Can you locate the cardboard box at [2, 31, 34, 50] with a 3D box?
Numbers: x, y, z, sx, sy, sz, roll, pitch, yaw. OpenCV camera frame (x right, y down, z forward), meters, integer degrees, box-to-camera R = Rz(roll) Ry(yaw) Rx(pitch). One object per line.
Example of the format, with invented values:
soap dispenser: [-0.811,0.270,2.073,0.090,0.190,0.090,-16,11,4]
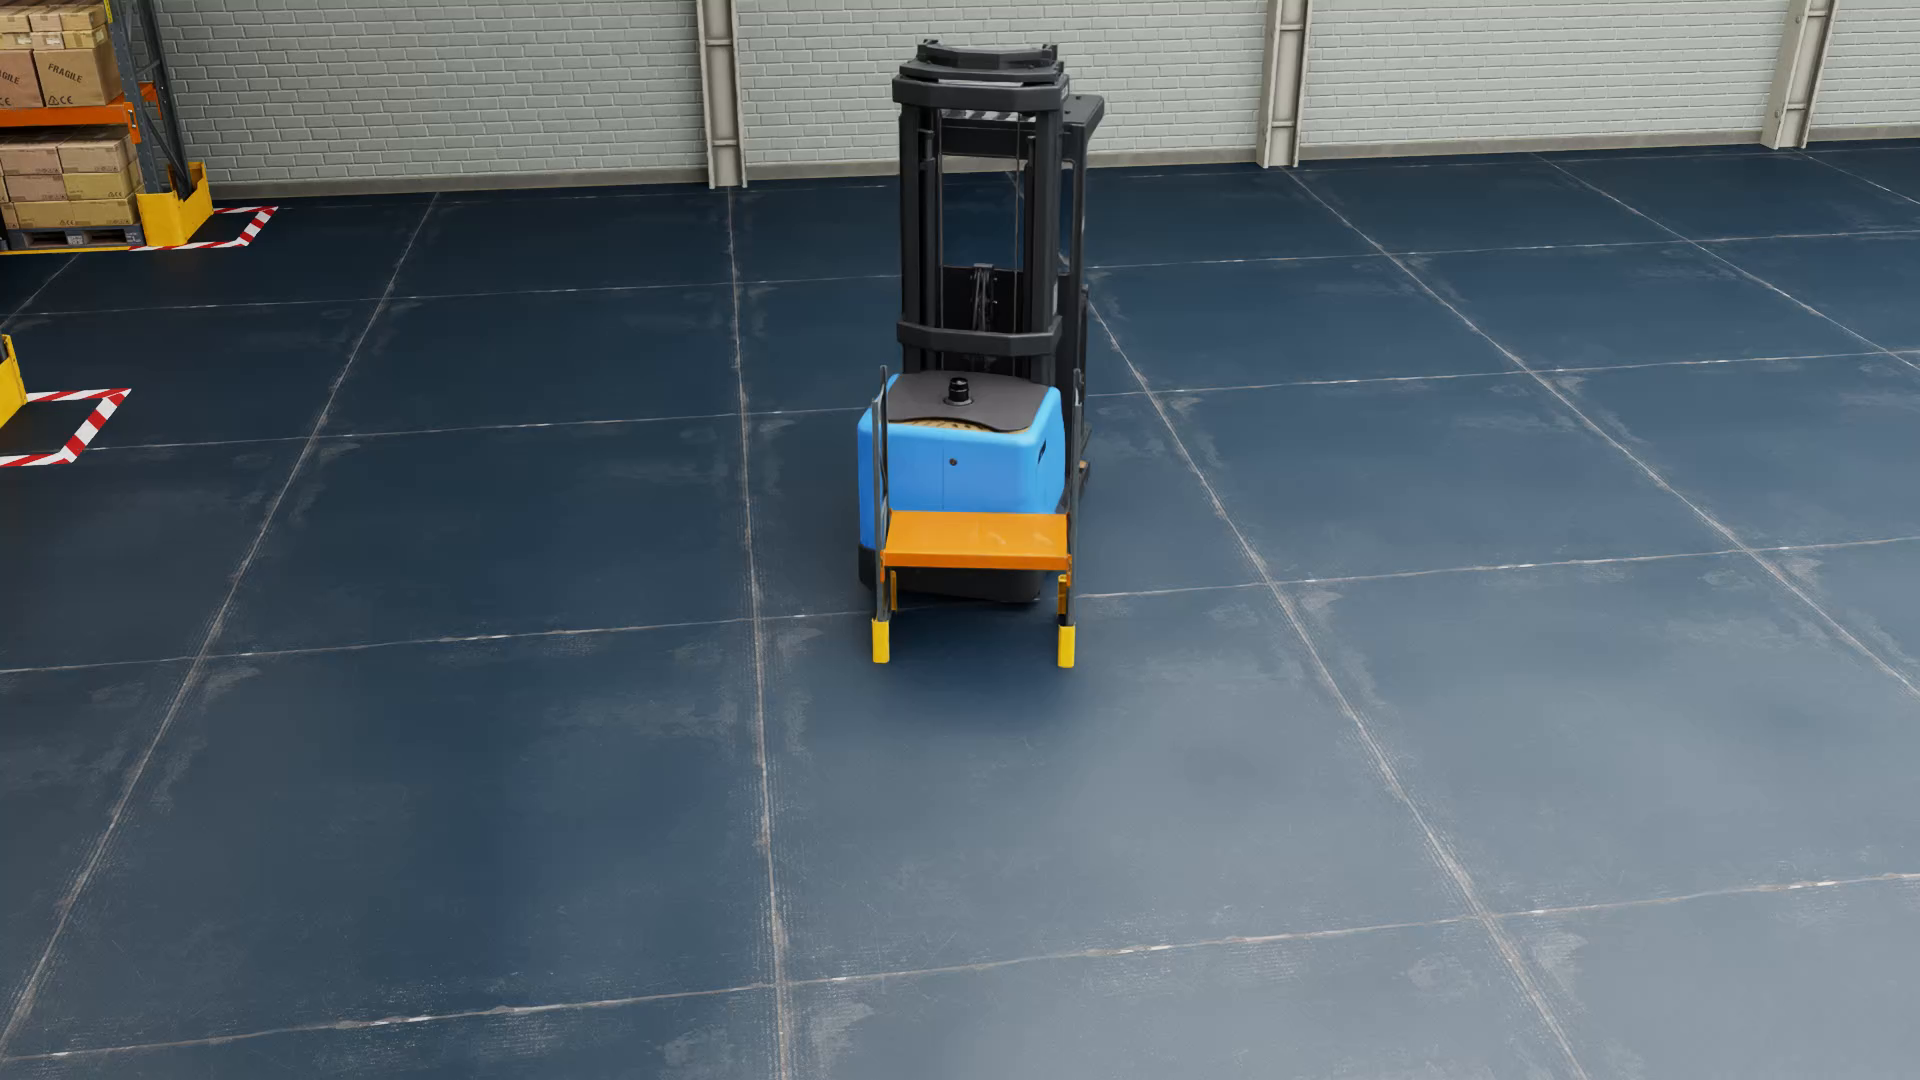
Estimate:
cardboard box: [-8.398,-4.521,14.954,0.250,0.149,0.380,-3,27,-6]

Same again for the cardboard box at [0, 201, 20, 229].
cardboard box: [-8.991,-3.090,15.539,0.500,0.250,0.500,-3,27,-7]

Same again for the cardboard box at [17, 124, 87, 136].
cardboard box: [-8.576,-3.785,15.797,0.500,0.250,0.500,-4,27,-7]

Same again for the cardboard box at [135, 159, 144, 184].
cardboard box: [-8.074,-3.605,15.993,0.500,0.250,0.500,-3,27,-6]

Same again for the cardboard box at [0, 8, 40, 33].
cardboard box: [-8.400,-4.643,14.868,0.250,0.149,0.380,-3,27,-6]

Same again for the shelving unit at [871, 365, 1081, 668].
shelving unit: [0.084,-0.126,8.853,1.083,1.500,0.587,1,27,3]

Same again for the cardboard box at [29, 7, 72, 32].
cardboard box: [-8.145,-4.672,14.924,0.250,0.149,0.380,-4,27,-7]

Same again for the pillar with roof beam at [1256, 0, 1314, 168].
pillar with roof beam: [4.088,-6.204,12.484,0.400,9.000,9.100,-4,27,-7]

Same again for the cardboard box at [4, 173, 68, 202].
cardboard box: [-8.516,-3.341,15.480,0.500,0.250,0.500,-4,27,-8]

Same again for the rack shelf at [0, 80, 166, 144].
rack shelf: [-9.560,-3.907,15.367,4.000,0.370,1.077,-4,27,-7]

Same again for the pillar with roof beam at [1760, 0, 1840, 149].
pillar with roof beam: [10.029,-6.586,13.228,0.400,9.000,9.100,-4,27,-7]

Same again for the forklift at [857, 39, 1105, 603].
forklift: [0.244,-1.602,10.162,1.130,2.935,3.031,6,28,11]

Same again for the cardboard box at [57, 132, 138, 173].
cardboard box: [-7.992,-3.593,15.423,0.500,0.250,0.500,-3,27,-5]

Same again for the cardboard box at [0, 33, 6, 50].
cardboard box: [-8.645,-4.510,14.934,0.250,0.149,0.380,-4,27,-7]

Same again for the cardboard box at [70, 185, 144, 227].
cardboard box: [-8.001,-3.145,15.646,0.500,0.250,0.500,-3,27,-7]

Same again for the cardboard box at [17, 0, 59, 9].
cardboard box: [-8.465,-4.871,15.311,0.250,0.149,0.380,-3,27,-6]

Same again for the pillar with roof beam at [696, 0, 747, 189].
pillar with roof beam: [-1.854,-5.822,11.740,0.400,9.000,9.100,-4,27,-7]

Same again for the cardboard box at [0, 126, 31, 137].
cardboard box: [-9.073,-3.758,15.744,0.500,0.250,0.500,-4,27,-7]

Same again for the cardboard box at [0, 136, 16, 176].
cardboard box: [-8.995,-3.521,15.283,0.500,0.250,0.500,-3,27,-6]

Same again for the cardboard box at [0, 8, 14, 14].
cardboard box: [-8.657,-4.661,14.903,0.250,0.149,0.380,-4,27,-7]

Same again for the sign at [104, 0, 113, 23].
sign: [-7.518,-4.729,14.653,0.005,0.325,0.100,-4,27,-7]

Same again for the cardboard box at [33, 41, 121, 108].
cardboard box: [-8.030,-4.249,15.136,0.500,0.500,0.500,-4,27,-8]

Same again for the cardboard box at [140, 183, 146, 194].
cardboard box: [-8.093,-3.375,16.094,0.500,0.250,0.500,-4,27,-7]

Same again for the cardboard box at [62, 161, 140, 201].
cardboard box: [-8.018,-3.368,15.533,0.500,0.250,0.500,-4,27,-8]

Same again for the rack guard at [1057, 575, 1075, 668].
rack guard: [0.581,0.441,9.116,0.087,0.250,0.587,1,27,3]

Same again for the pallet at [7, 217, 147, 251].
pallet: [-8.331,-3.046,15.956,1.213,0.211,1.003,-4,27,-7]

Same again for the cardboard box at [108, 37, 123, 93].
cardboard box: [-8.109,-4.493,15.612,0.500,0.500,0.500,-3,27,-5]

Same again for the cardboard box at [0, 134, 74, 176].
cardboard box: [-8.497,-3.558,15.354,0.500,0.250,0.500,-3,27,-6]

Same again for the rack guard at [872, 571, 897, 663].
rack guard: [-0.414,0.419,9.160,0.087,0.250,0.587,1,27,3]

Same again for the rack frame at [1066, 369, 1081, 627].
rack frame: [0.601,-0.114,8.830,0.032,1.500,0.500,1,27,3]

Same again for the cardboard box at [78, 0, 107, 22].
cardboard box: [-7.942,-4.895,15.359,0.250,0.149,0.380,-4,27,-8]

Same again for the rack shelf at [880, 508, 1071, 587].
rack shelf: [0.093,0.034,8.935,1.000,0.185,0.538,1,27,3]

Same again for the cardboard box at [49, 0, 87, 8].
cardboard box: [-8.214,-4.907,15.381,0.250,0.149,0.380,-3,27,-5]

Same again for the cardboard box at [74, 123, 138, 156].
cardboard box: [-8.082,-3.818,15.862,0.500,0.250,0.500,-4,27,-8]

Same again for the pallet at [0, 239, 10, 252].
pallet: [-9.537,-2.970,15.808,1.213,0.211,1.003,-4,27,-7]

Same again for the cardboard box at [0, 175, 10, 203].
cardboard box: [-9.025,-3.299,15.398,0.500,0.250,0.500,-4,27,-8]

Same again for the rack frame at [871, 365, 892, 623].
rack frame: [-0.415,-0.138,8.875,0.032,1.500,0.500,1,27,3]

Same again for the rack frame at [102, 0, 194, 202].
rack frame: [-7.580,-4.355,15.451,0.127,3.000,1.000,-4,27,-7]

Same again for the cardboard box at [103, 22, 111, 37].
cardboard box: [-7.952,-4.783,15.467,0.250,0.149,0.380,-4,27,-8]

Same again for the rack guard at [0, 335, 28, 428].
rack guard: [-6.960,-0.994,11.640,0.348,0.500,1.175,-4,27,-7]

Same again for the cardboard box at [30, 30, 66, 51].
cardboard box: [-8.133,-4.509,14.932,0.250,0.149,0.380,-3,27,-6]

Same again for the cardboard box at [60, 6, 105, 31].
cardboard box: [-7.905,-4.702,14.982,0.250,0.149,0.380,-4,27,-7]

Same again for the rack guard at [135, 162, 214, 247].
rack guard: [-7.556,-3.244,16.025,0.348,0.500,1.175,-4,27,-7]

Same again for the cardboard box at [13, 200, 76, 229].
cardboard box: [-8.495,-3.118,15.593,0.500,0.250,0.500,-4,27,-7]

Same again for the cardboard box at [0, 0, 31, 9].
cardboard box: [-8.713,-4.862,15.293,0.250,0.149,0.380,-4,27,-7]

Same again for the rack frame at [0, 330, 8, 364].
rack frame: [-6.885,-2.111,11.078,0.127,3.000,1.000,-4,27,-7]

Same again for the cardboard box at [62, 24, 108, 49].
cardboard box: [-7.884,-4.539,14.990,0.250,0.149,0.380,-3,27,-6]

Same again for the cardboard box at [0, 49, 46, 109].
cardboard box: [-8.546,-4.220,15.080,0.500,0.500,0.500,-3,27,-5]
